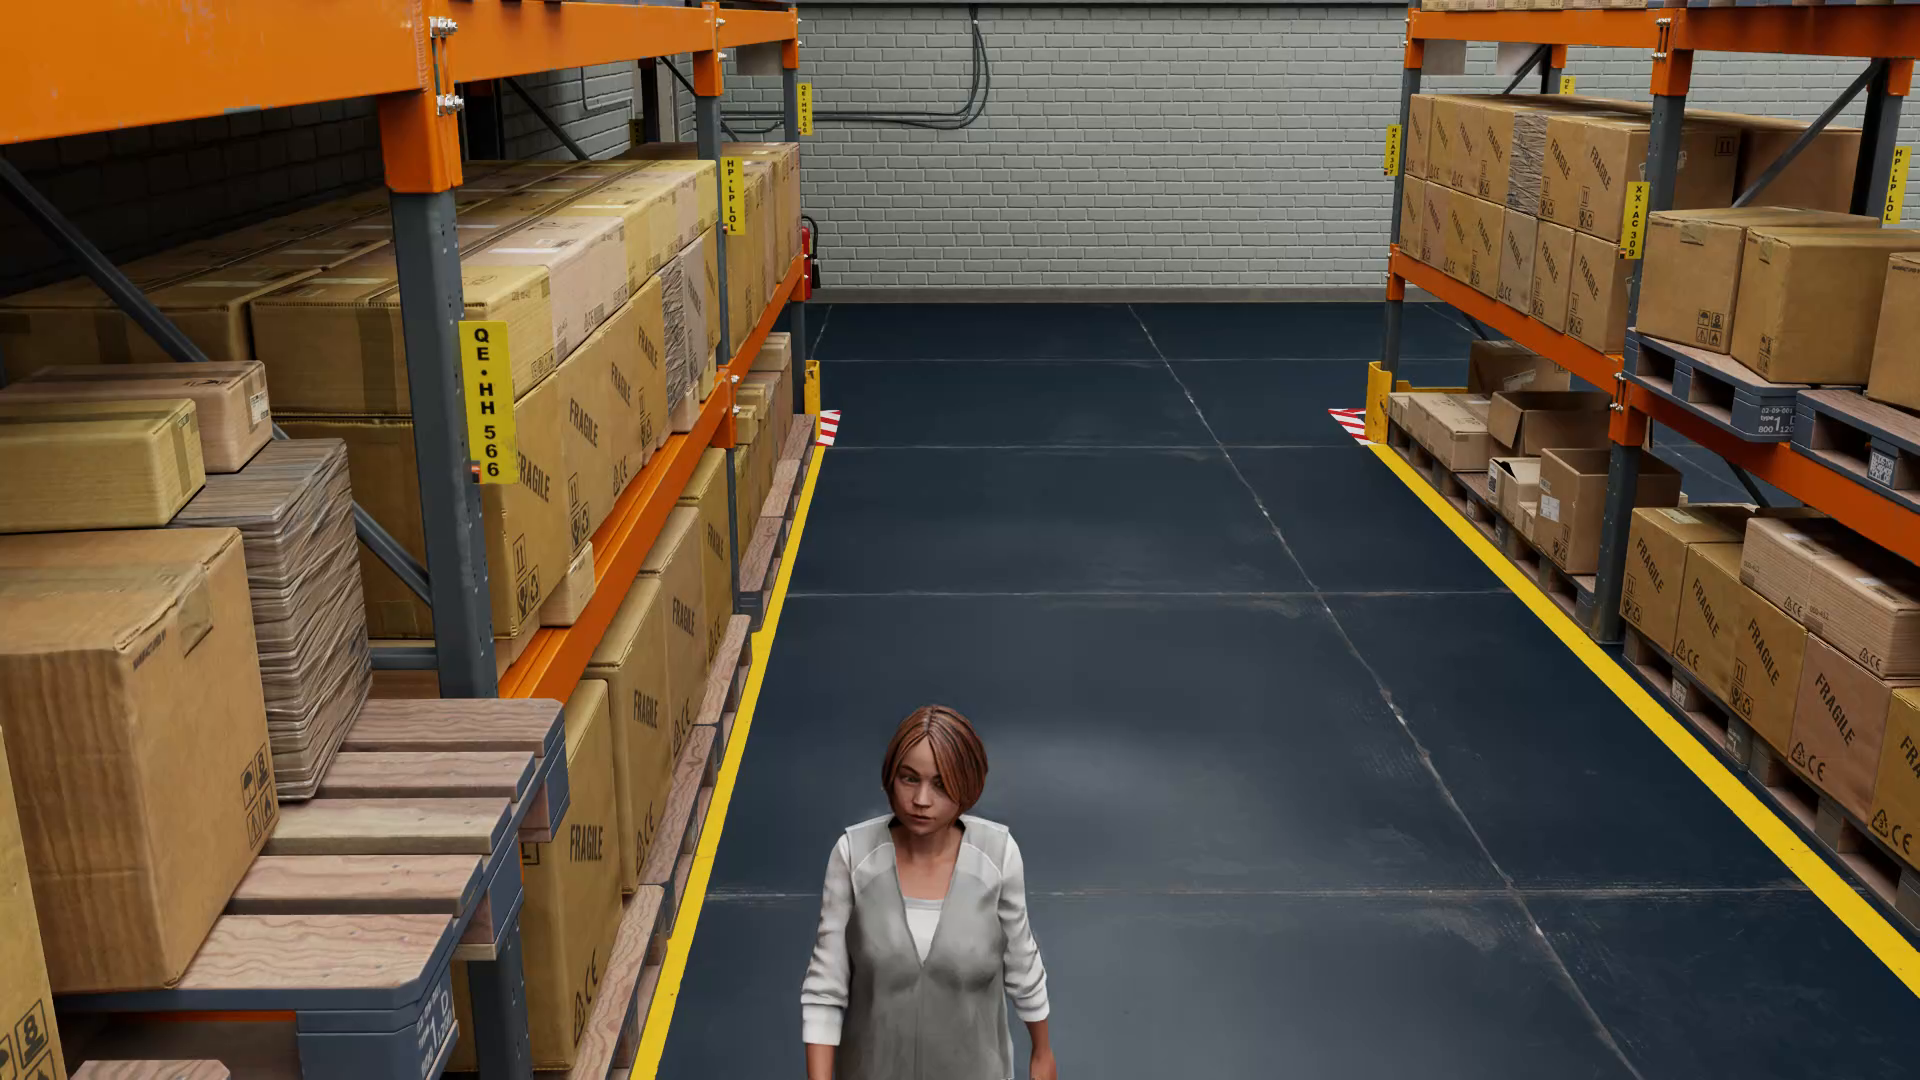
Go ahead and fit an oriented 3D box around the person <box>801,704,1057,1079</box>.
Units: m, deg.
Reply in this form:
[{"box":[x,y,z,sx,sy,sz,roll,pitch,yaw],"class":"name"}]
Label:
[{"box":[-0.056,1.062,3.140,0.480,1.540,0.910,1,17,3],"class":"person"}]
